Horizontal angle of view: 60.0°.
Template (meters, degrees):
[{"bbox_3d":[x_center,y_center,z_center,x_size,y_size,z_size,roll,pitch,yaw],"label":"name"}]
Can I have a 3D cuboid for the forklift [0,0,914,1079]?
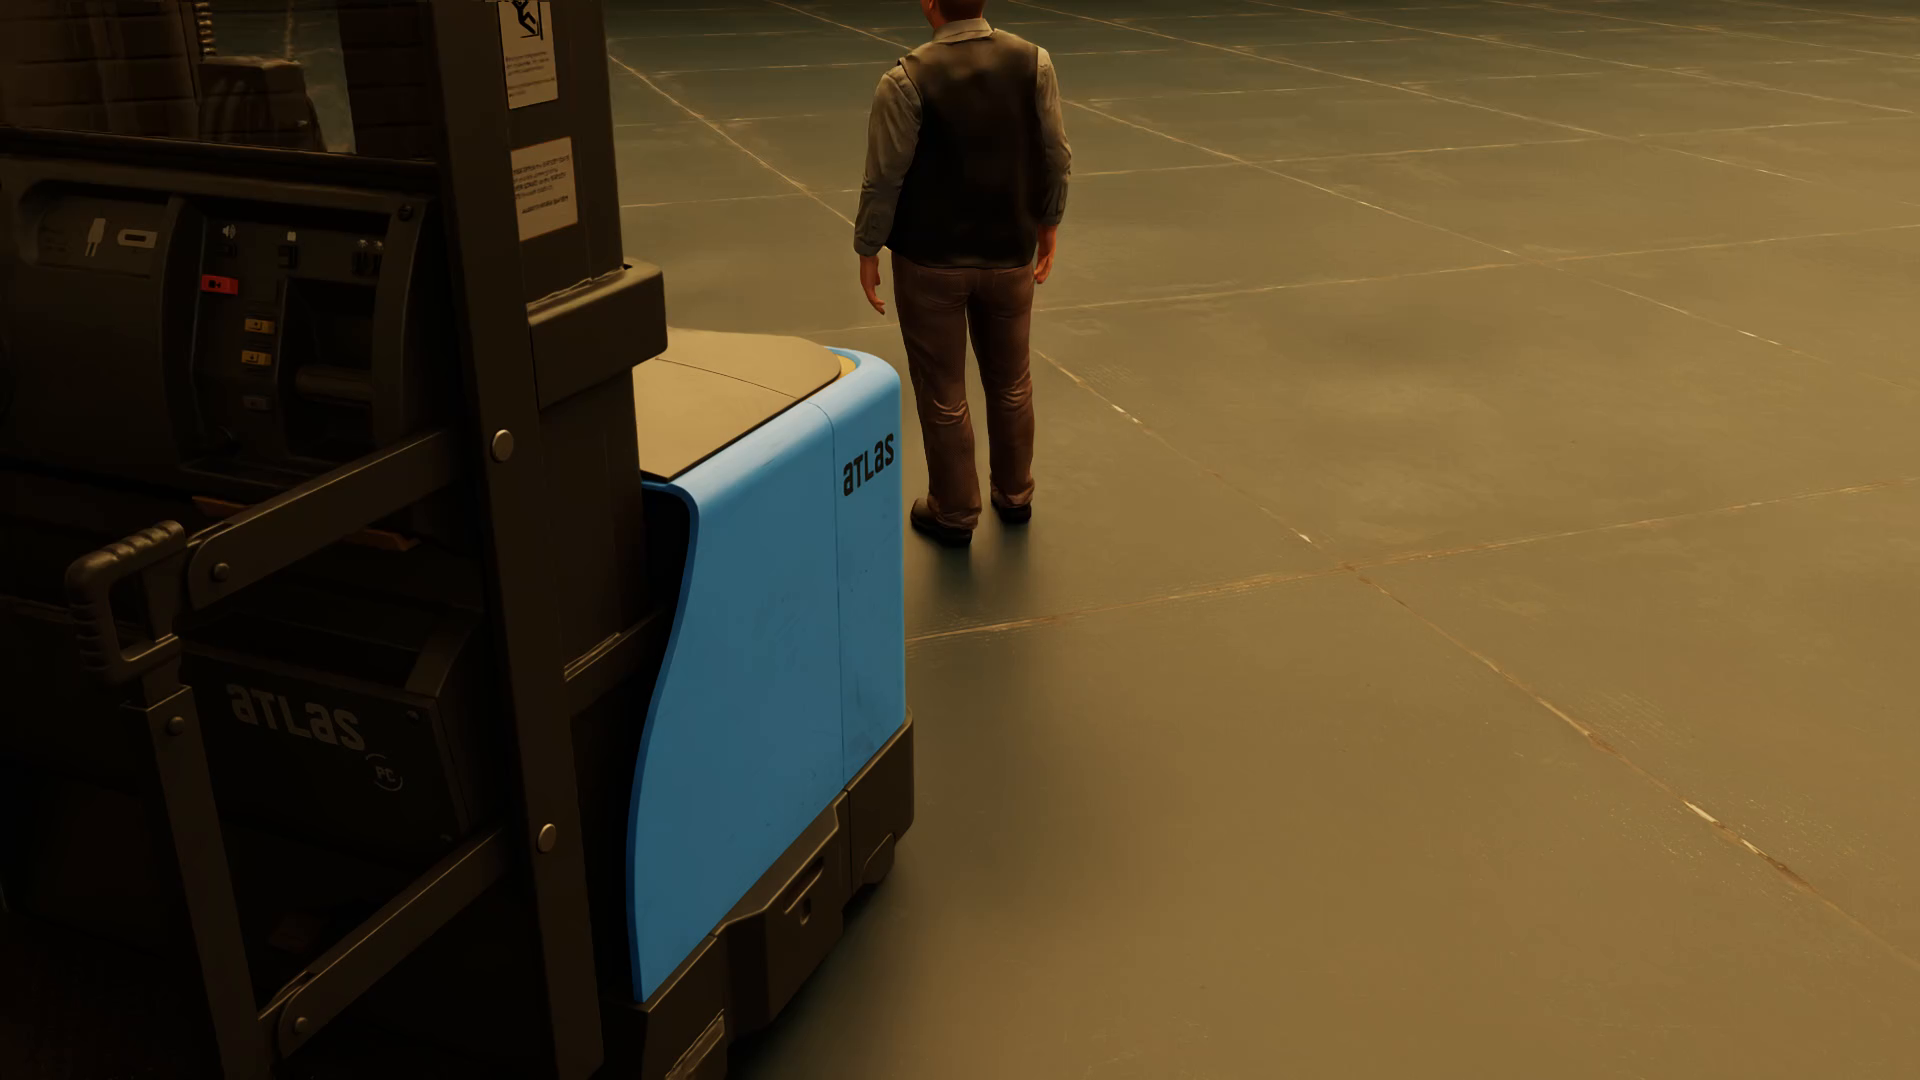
[{"bbox_3d":[-1.137,-0.262,1.922,1.130,2.935,3.031,9,25,21],"label":"forklift"}]

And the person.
[{"bbox_3d":[-0.013,-0.824,4.799,0.632,1.720,0.568,-8,24,-18],"label":"person"}]
